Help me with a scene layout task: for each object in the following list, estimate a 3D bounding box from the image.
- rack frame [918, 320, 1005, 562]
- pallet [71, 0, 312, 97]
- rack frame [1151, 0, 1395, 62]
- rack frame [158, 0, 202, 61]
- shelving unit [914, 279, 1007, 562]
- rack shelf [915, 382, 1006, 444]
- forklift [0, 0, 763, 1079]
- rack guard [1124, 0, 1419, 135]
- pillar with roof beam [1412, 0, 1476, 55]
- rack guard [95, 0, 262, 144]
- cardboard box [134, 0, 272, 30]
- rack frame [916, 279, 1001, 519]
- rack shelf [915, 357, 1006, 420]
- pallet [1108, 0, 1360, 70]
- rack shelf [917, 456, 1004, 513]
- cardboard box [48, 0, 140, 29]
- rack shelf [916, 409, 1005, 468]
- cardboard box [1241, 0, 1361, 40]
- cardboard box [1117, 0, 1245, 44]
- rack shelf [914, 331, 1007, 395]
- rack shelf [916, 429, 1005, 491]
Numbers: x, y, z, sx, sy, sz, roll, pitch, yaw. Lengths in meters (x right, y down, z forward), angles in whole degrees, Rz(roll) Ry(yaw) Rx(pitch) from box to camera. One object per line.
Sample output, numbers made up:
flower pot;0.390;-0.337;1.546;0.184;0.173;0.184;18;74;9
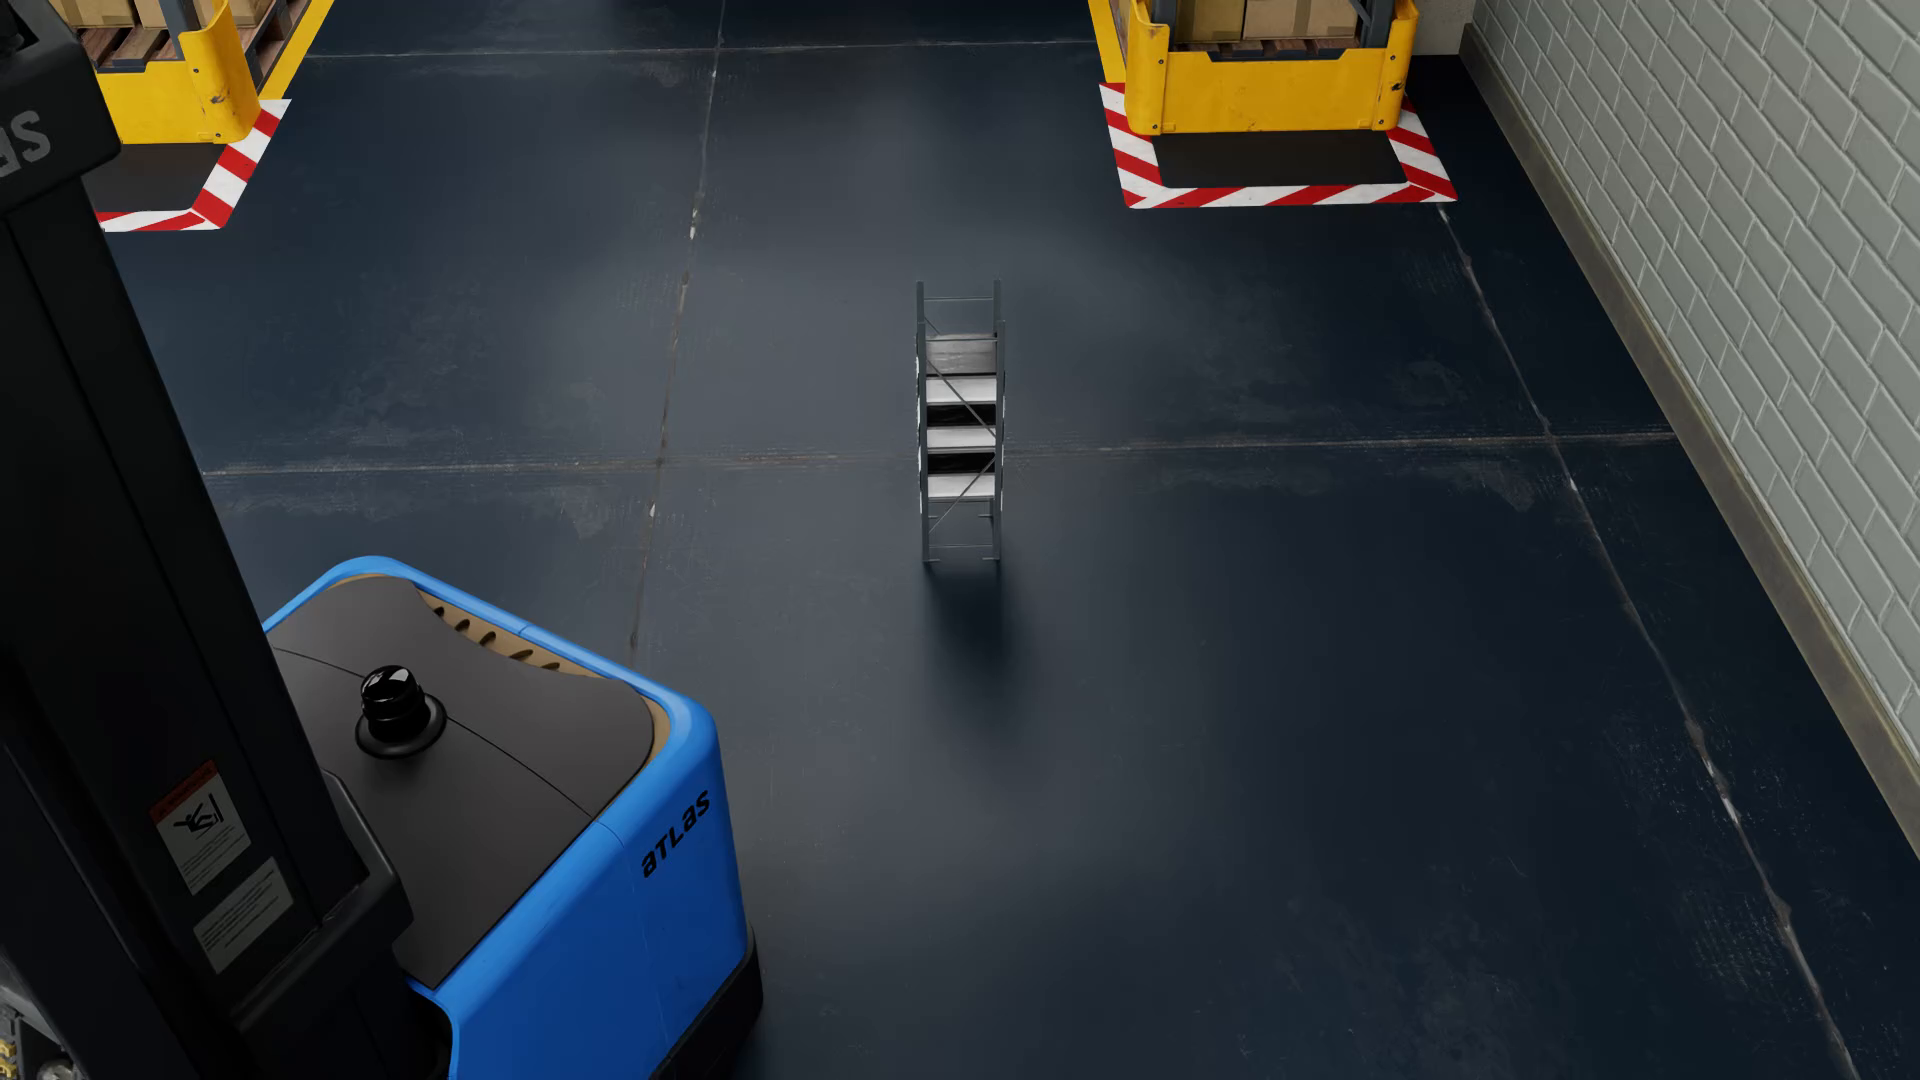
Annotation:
rack frame;0.004;-0.269;4.877;0.240;0.900;0.006;-2;43;-2
pallet;-3.649;-2.421;7.735;1.003;0.211;1.213;-2;43;-2
rack frame;1.313;-2.993;6.295;1.000;3.000;0.127;-2;43;-2
rack frame;-3.646;-2.848;6.137;1.000;3.000;0.127;-2;43;-2
shelving unit;0.000;-0.337;4.952;0.258;0.900;0.210;-2;43;-2
rack shelf;0.000;-0.379;4.914;0.258;0.077;0.200;-2;43;-2
forklift;-1.646;0.745;2.268;1.130;2.935;3.031;22;47;22
rack guard;1.314;-2.055;7.122;1.175;0.500;0.348;-2;43;-2
pillar with roof beam;-2.117;-5.577;4.674;9.100;9.000;0.400;-2;43;-2
rack guard;-3.649;-1.978;7.038;1.175;0.500;0.348;-2;43;-2
cardboard box;-3.404;-2.542;7.527;0.500;0.250;0.500;-2;43;-2
rack frame;-0.005;-0.406;5.027;0.240;0.900;0.006;-2;43;-2
rack shelf;0.000;-0.445;4.853;0.258;0.077;0.200;-2;43;-2
pallet;1.239;-2.480;7.799;1.003;0.211;1.213;-2;43;-2
rack shelf;0.000;-0.180;5.096;0.258;0.077;0.200;-2;43;-2
cardboard box;-3.950;-2.543;7.529;0.500;0.250;0.500;-2;43;-2
rack shelf;0.000;-0.313;4.974;0.258;0.077;0.200;-2;43;-2
cardboard box;1.487;-2.471;7.450;0.500;0.250;0.500;-1;43;-2
cardboard box;0.977;-2.442;7.419;0.500;0.250;0.500;-1;43;-1
rack shelf;0.000;-0.512;4.792;0.258;0.077;0.200;-2;43;-2
rack shelf;0.000;-0.246;5.035;0.258;0.077;0.200;-2;43;-2
